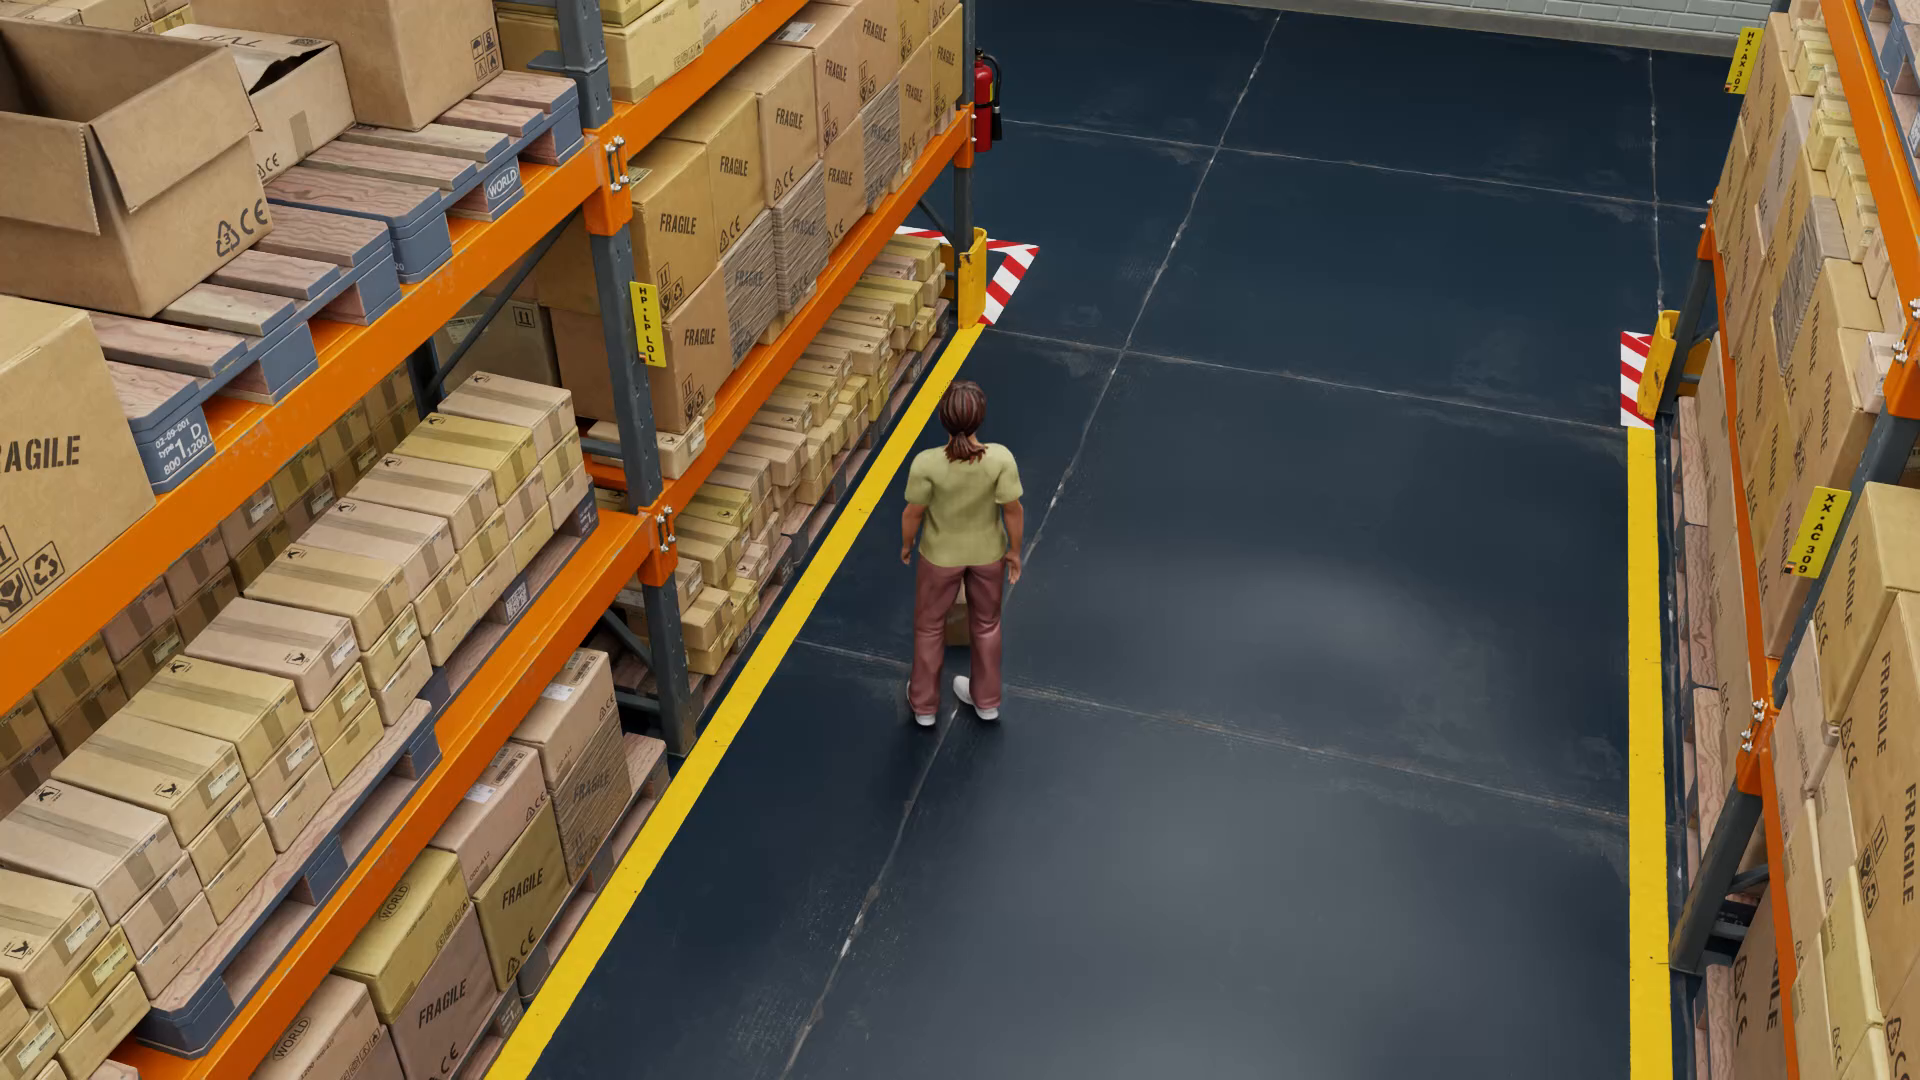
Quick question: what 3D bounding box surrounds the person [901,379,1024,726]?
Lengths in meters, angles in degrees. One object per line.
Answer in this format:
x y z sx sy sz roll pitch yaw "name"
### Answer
0.007 0.064 6.781 0.482 1.679 0.384 -5 37 -7 "person"
